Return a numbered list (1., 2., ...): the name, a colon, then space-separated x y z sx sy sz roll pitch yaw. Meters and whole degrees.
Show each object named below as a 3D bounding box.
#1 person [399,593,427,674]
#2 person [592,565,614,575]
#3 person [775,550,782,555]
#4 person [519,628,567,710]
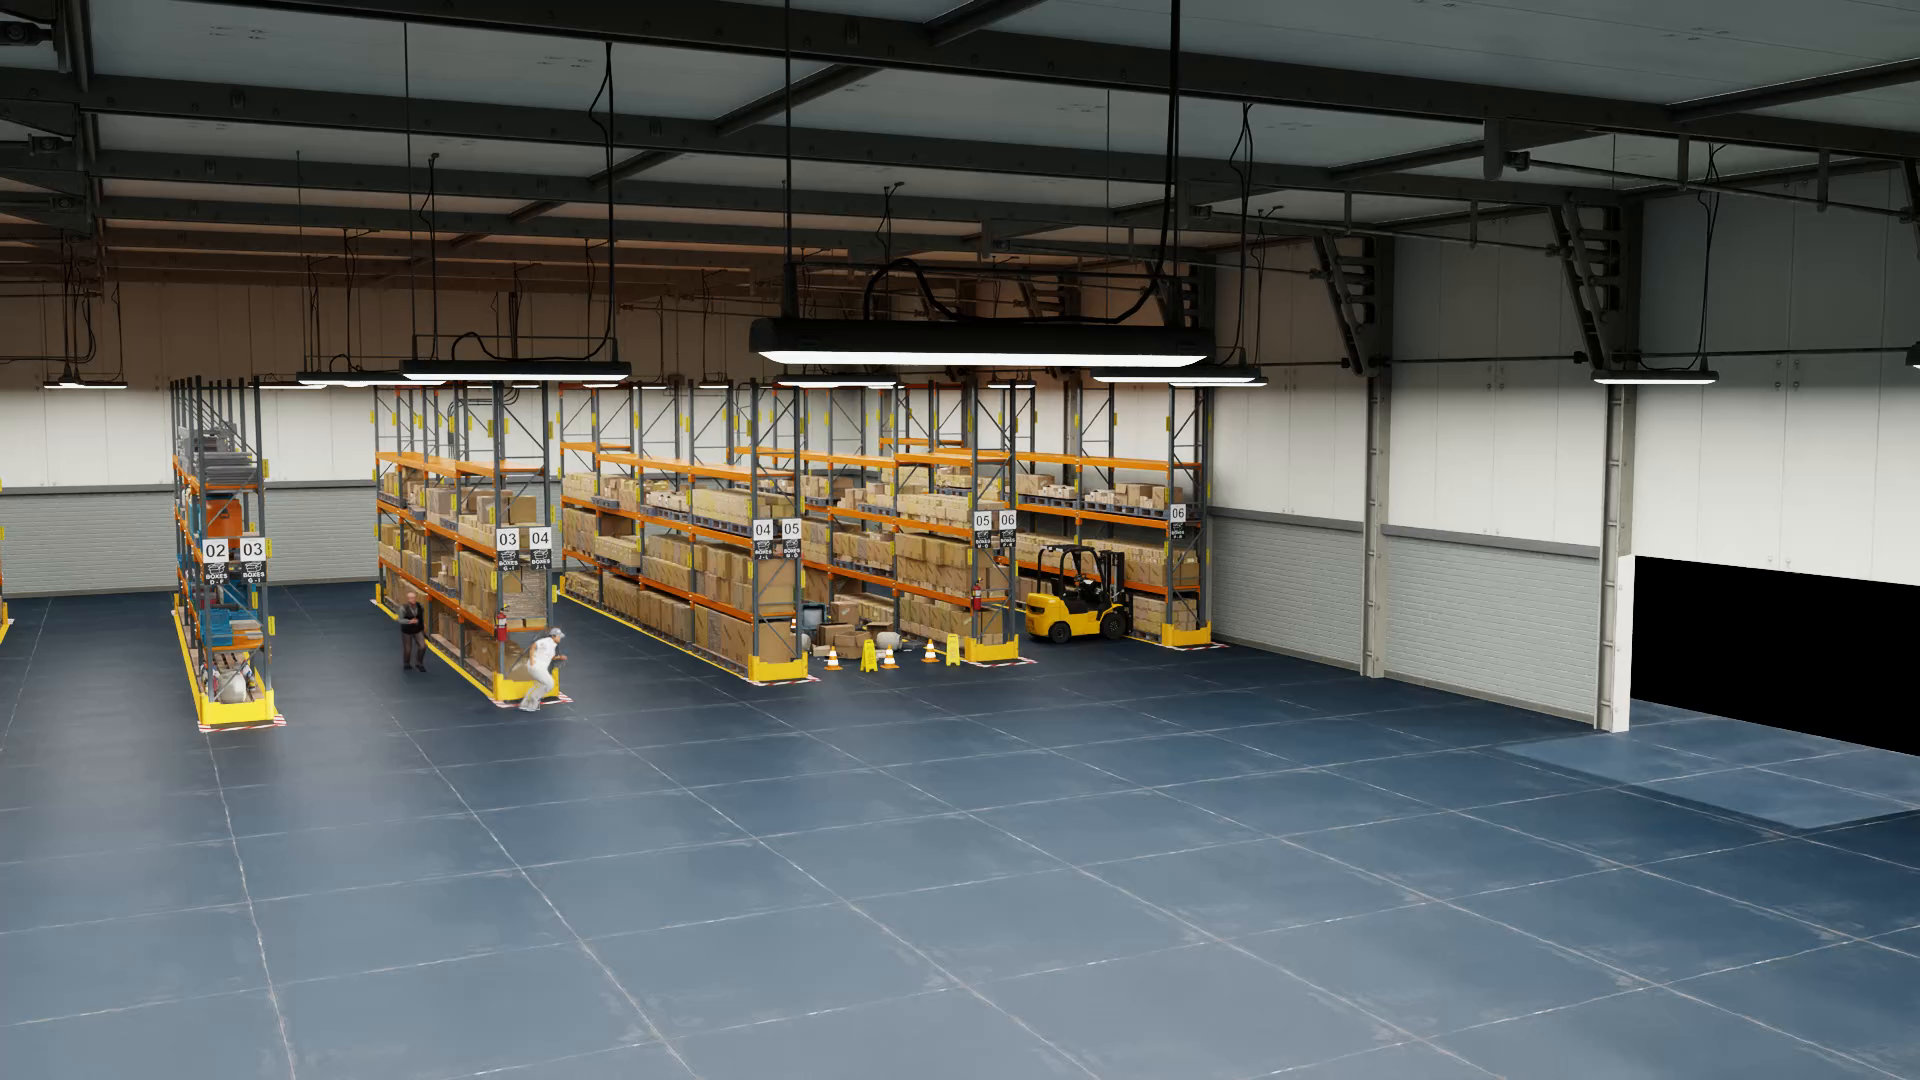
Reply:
1. person: -11.139 1.883 33.799 0.578 1.666 0.941 -3 6 -31
2. person: -10.703 0.430 49.327 0.682 1.749 1.100 5 7 44
3. person: -4.579 1.103 42.321 0.714 1.715 0.548 -2 5 -18
4. person: -7.493 2.326 29.759 0.879 1.498 0.646 0 5 2
